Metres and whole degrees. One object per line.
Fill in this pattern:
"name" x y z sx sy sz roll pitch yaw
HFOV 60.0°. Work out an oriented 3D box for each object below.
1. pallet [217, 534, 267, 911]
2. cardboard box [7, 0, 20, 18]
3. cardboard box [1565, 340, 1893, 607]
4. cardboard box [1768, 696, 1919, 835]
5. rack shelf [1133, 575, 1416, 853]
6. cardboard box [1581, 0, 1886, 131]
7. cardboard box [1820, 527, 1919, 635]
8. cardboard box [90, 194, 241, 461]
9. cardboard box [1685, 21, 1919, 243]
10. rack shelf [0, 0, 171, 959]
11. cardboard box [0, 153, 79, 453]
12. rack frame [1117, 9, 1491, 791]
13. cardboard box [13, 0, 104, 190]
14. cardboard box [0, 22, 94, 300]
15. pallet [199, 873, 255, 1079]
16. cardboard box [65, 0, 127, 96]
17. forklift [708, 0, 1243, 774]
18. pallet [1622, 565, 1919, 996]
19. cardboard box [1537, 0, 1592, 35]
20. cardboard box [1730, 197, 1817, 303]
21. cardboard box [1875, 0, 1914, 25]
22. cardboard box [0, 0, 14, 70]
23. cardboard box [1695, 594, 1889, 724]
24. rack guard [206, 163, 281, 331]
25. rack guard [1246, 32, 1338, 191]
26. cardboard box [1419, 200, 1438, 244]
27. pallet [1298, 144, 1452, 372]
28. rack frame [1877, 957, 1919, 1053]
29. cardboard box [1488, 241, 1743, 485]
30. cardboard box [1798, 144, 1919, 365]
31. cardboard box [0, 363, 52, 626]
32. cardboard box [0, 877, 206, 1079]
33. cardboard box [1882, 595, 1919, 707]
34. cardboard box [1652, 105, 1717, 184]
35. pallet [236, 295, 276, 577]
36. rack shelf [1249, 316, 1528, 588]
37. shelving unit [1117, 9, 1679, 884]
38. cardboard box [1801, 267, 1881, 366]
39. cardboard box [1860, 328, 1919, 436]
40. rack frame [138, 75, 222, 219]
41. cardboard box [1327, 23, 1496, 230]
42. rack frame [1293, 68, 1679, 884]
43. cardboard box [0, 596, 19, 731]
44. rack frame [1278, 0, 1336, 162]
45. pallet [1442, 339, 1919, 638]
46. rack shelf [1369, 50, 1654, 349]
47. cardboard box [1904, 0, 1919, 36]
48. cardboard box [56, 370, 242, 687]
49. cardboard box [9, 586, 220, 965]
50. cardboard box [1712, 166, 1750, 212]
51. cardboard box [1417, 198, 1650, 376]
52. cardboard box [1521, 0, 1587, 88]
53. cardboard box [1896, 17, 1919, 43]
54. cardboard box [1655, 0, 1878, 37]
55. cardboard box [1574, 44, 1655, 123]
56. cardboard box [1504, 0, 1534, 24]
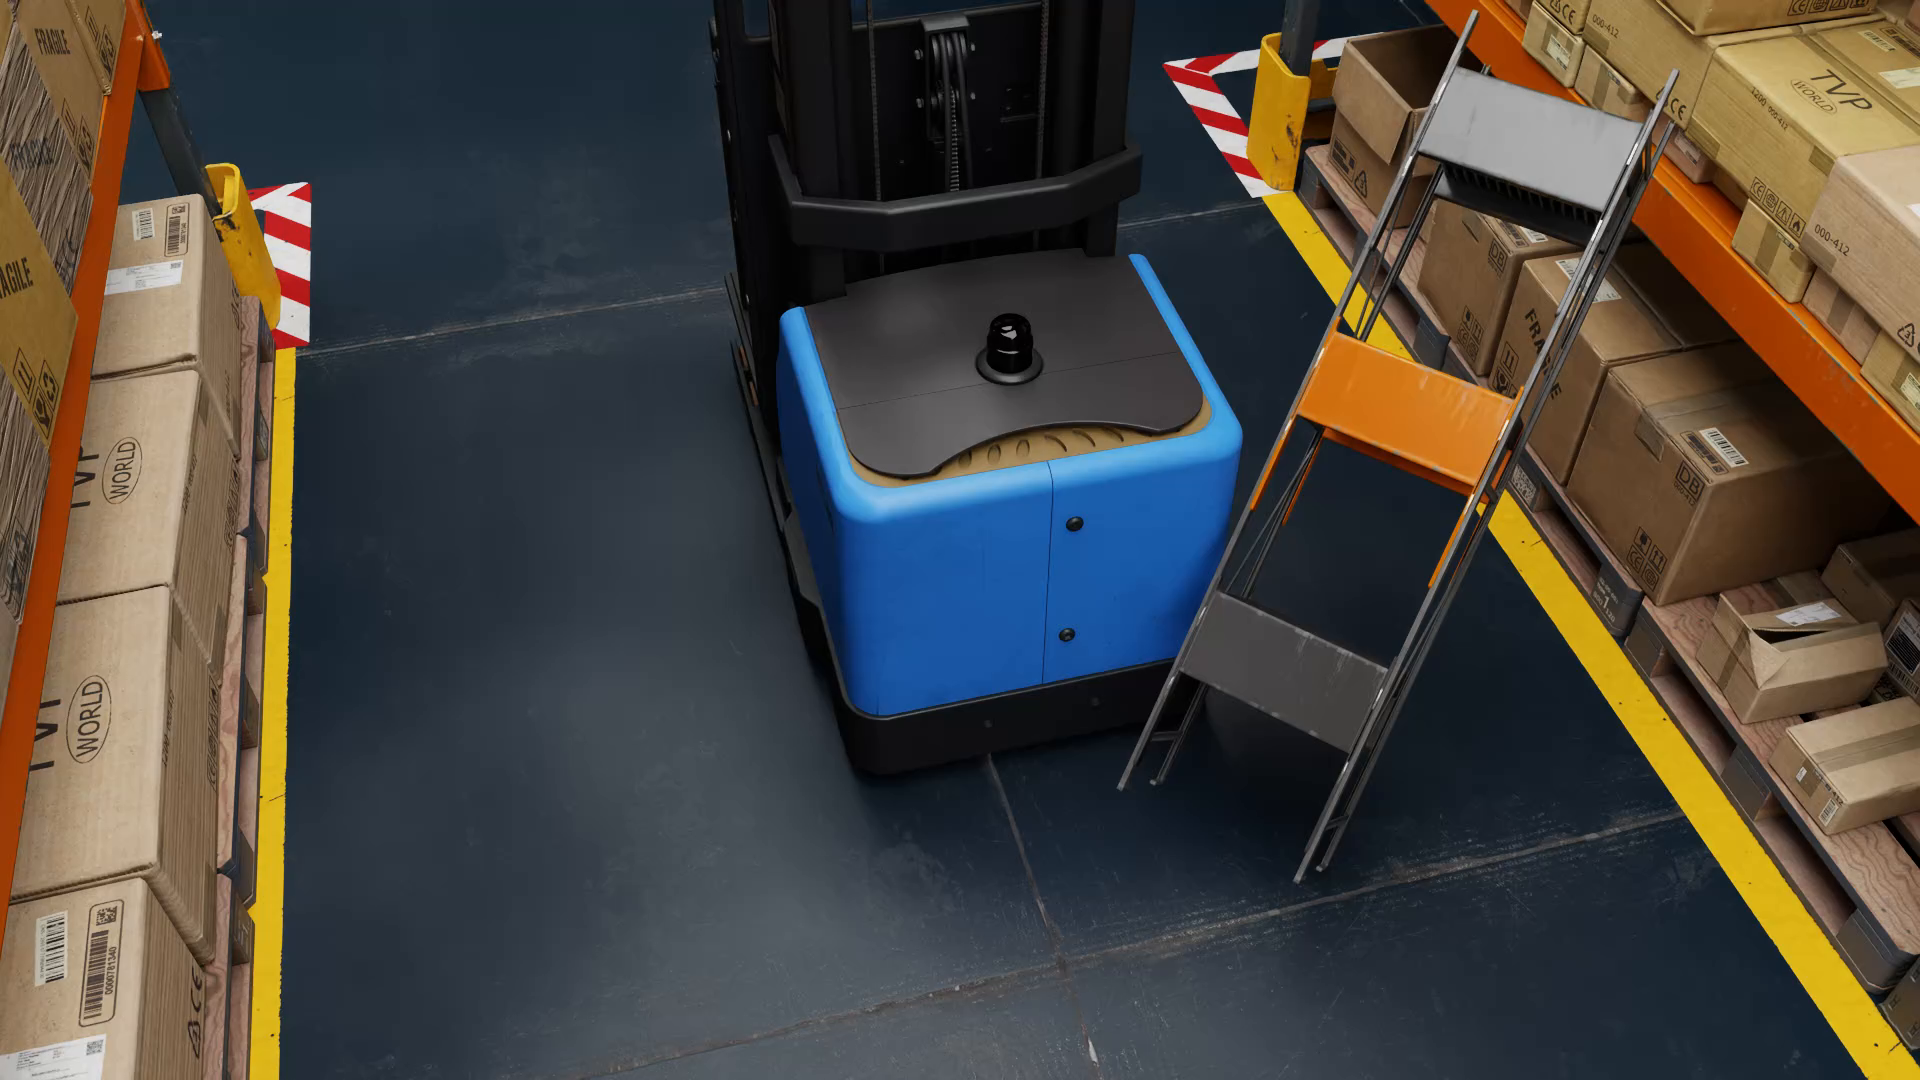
"pallet" -2.464 0.562 4.552 1.003 0.211 1.213 -11 47 -10
"cardboard box" -2.537 -1.533 3.882 0.500 0.500 0.500 -11 47 -10
"cardboard box" 2.256 -0.222 4.823 0.700 0.500 0.500 -12 47 -12
"cardboard box" 2.342 0.578 4.285 0.380 0.149 0.250 -12 47 -12
"rack shelf" 0.815 0.438 4.254 0.480 0.431 0.518 26 95 22
"cardboard box" 2.014 -1.346 4.365 0.500 0.250 0.500 -12 47 -11
"cardboard box" 2.716 0.111 4.743 0.380 0.149 0.250 -11 47 -11
"cardboard box" -2.788 -0.606 5.243 0.875 0.438 0.875 -12 47 -12
"cardboard box" 2.145 -0.990 4.017 0.500 0.250 0.500 -11 47 -11
"rack shelf" -2.541 -0.160 3.811 1.077 0.370 4.000 -11 47 -10
"cardboard box" -2.274 -0.487 3.557 0.500 0.500 0.500 -9 46 -9
"rack frame" 0.900 -0.310 4.293 0.015 0.400 2.100 26 95 22
"cardboard box" -2.560 -1.194 4.250 0.500 0.500 0.500 -12 47 -11
"cardboard box" -2.419 -0.841 3.904 0.500 0.500 0.500 -9 46 -9
"pallet" -2.148 1.405 3.725 1.003 0.211 1.213 -11 47 -10
"cardboard box" -2.674 -1.543 4.592 0.500 0.500 0.500 -10 47 -10
"forklift" -0.159 -1.461 4.630 1.130 2.935 3.031 -11 47 -10
"pallet" 2.593 0.560 4.553 1.003 0.211 1.213 -11 47 -10
"cardboard box" 1.862 -1.695 4.707 0.500 0.250 0.500 -12 47 -11
"cardboard box" 2.131 -0.736 4.047 0.380 0.149 0.250 -11 47 -11
"cardboard box" 2.505 -1.426 4.444 0.500 0.250 0.500 -11 47 -10
"cardboard box" -2.414 -1.191 3.547 0.500 0.500 0.500 -11 47 -11
"cardboard box" 2.250 0.291 4.485 0.396 0.266 0.258 -9 46 -9
"rack guard" -3.059 -0.935 5.816 1.175 0.500 0.348 -11 47 -10
"rack guard" 1.764 -1.776 6.640 1.175 0.500 0.348 -11 47 -10
"cardboard box" 1.880 -1.112 5.942 0.380 0.149 0.250 -12 47 -12
"pallet" 1.969 -1.124 6.204 1.003 0.211 1.213 -11 47 -10
"rack frame" 2.768 0.059 3.092 1.000 3.000 0.127 -11 47 -10
"cardboard box" 2.029 -0.555 5.150 0.500 0.500 0.500 -10 46 -10
"cardboard box" 2.259 -0.643 3.677 0.500 0.250 0.500 -11 47 -10
"cardboard box" -2.142 -0.131 3.208 0.500 0.500 0.500 -10 47 -10
"cardboard box" -2.086 1.265 3.410 0.875 0.438 0.875 -11 47 -11
"cardboard box" 2.828 0.353 4.392 0.500 0.311 0.500 -9 46 -9
"cardboard box" 2.065 -1.096 4.400 0.380 0.149 0.250 -11 47 -10
"pallet" -2.773 -0.279 5.376 1.003 0.211 1.213 -11 47 -10
"rack shelf" 1.098 -0.200 4.202 0.480 0.431 0.518 26 95 22
"shelving unit" 1.104 -0.212 4.201 0.503 0.431 2.100 26 95 22
"cardboard box" 2.224 -0.564 3.879 0.380 0.149 0.250 -10 46 -9
"cardboard box" 2.265 -0.378 3.696 0.380 0.149 0.250 -10 46 -9
"rack frame" -3.053 -1.793 4.907 1.000 3.000 0.127 -11 47 -10
"cardboard box" 1.809 -1.537 6.110 0.797 0.503 0.637 -12 47 -12
"rack frame" 1.307 -0.114 4.109 0.015 0.400 2.100 26 95 22
"cardboard box" -2.021 0.214 2.870 0.500 0.500 0.500 -10 47 -10
"rack frame" 1.744 -2.703 5.799 1.000 3.000 0.127 -11 47 -10
"pallet" 2.277 -0.284 5.380 1.003 0.211 1.213 -11 47 -10
"rack shelf" 1.381 -0.838 4.151 0.480 0.431 0.518 26 95 22
"cardboard box" 2.644 -1.332 3.827 0.500 0.500 0.500 -12 47 -11
"cardboard box" -2.545 0.025 4.626 0.875 0.438 0.875 -10 46 -9
"cardboard box" -2.316 0.647 4.015 0.875 0.438 0.875 -12 47 -11
"cardboard box" 2.173 -0.934 4.241 0.380 0.149 0.250 -10 46 -10
"cardboard box" 1.990 -0.938 5.525 0.700 0.500 0.500 -9 46 -9
"cardboard box" 1.845 -1.440 4.736 0.380 0.149 0.250 -12 47 -11
"cardboard box" 2.637 -1.086 4.111 0.500 0.250 0.500 -10 46 -9
"cardboard box" 1.984 -1.619 4.108 0.500 0.500 0.500 -10 46 -9
"cardboard box" 1.932 -1.261 4.562 0.380 0.149 0.250 -10 46 -9
"cardboard box" 1.853 -1.628 4.921 0.380 0.149 0.250 -10 46 -10
